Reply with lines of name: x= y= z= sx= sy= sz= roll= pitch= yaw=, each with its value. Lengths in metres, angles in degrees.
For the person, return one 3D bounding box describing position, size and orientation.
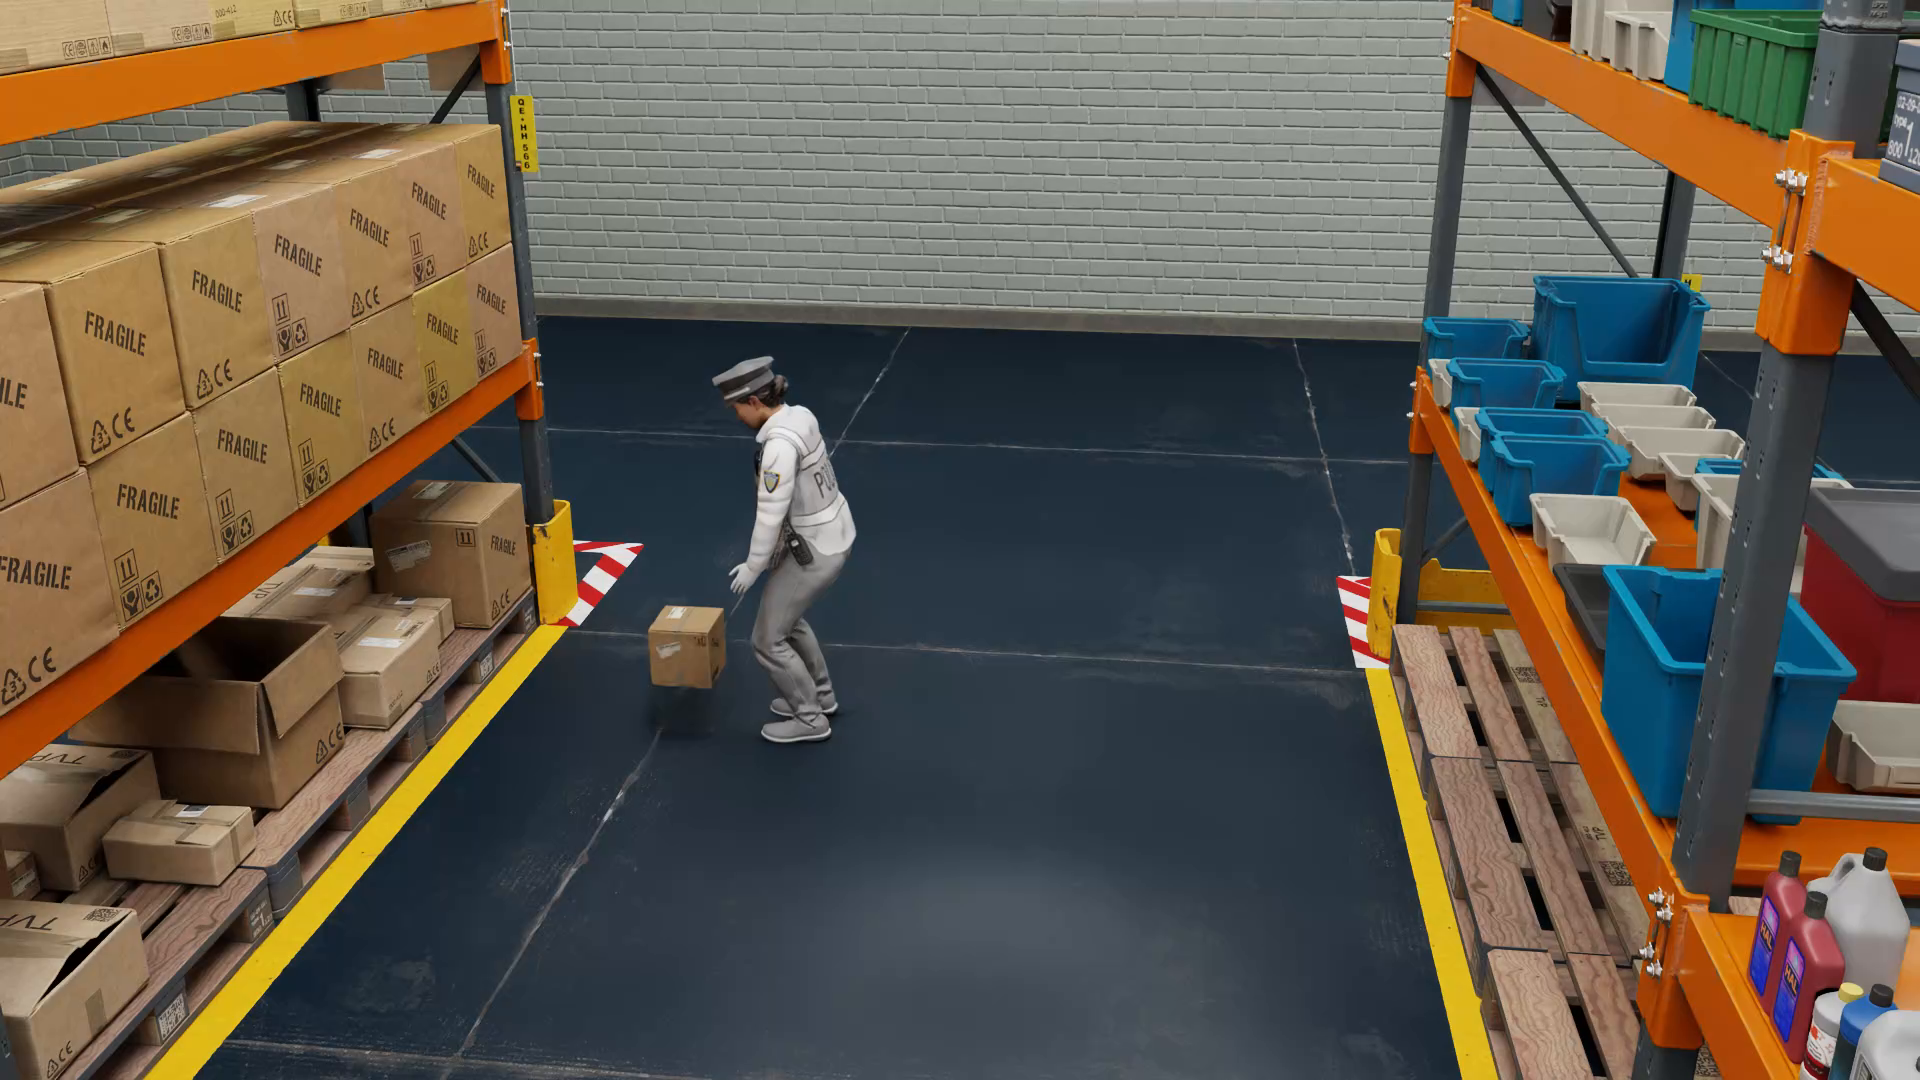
person: x=-0.686 y=0.049 z=6.598 sx=0.526 sy=1.576 sz=0.516 roll=3 pitch=21 yaw=8
